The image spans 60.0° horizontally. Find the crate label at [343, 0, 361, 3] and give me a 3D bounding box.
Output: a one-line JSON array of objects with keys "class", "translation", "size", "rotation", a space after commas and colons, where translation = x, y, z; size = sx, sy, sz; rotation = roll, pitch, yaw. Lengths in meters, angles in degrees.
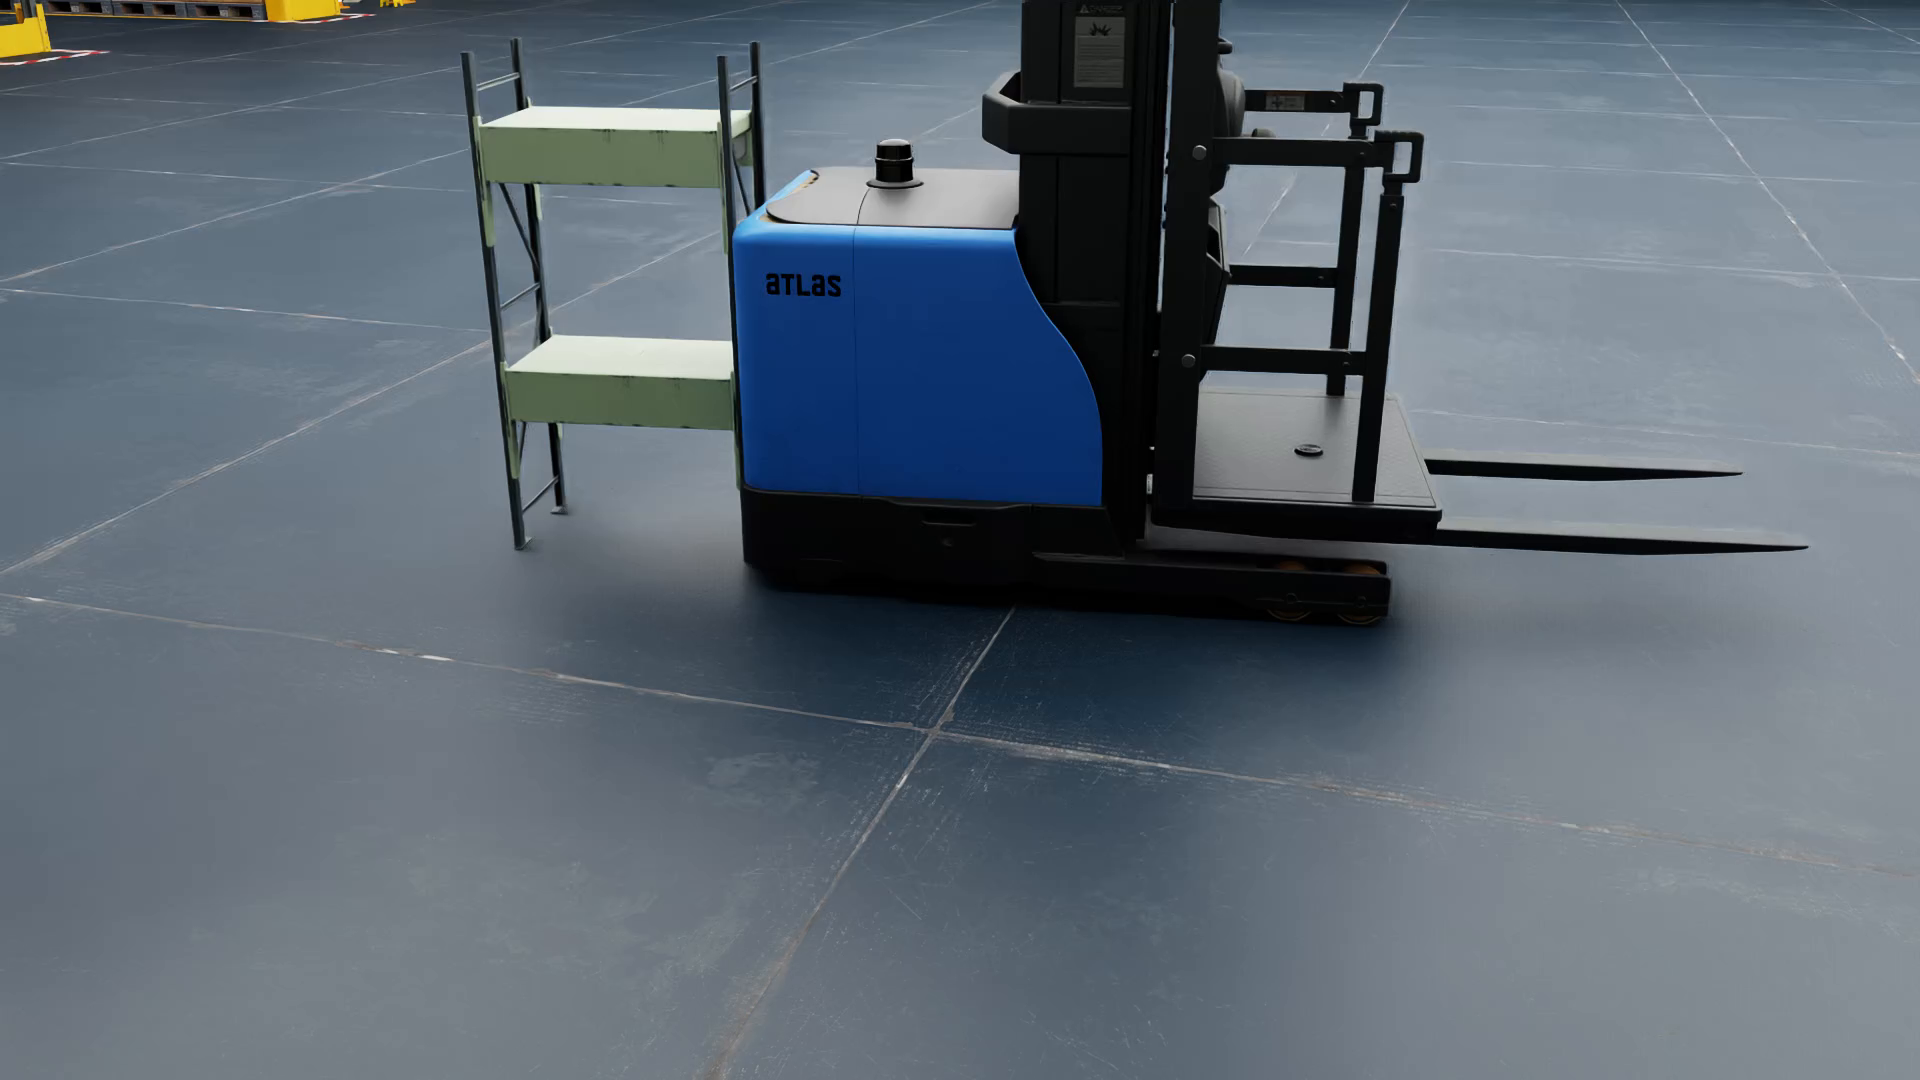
[{"class": "crate label", "translation": [-9.109, -8.152, 24.962], "size": [0.298, 0.136, 0.250], "rotation": [-5, 23, -12]}]

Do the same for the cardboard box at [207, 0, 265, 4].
[{"class": "cardboard box", "translation": [-9.561, -7.727, 22.400], "size": [0.875, 0.875, 0.875], "rotation": [7, 23, 16]}]

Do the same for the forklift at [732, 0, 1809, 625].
[{"class": "forklift", "translation": [0.913, -1.332, 4.655], "size": [3.031, 2.935, 1.130], "rotation": [3, 22, 7]}]

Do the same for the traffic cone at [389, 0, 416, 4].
[{"class": "traffic cone", "translation": [-8.339, -8.239, 24.745], "size": [0.334, 0.463, 0.336], "rotation": [7, 23, 16]}]

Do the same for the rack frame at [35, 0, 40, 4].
[{"class": "rack frame", "translation": [-12.722, -8.904, 23.023], "size": [0.127, 3.000, 1.000], "rotation": [7, 23, 16]}]

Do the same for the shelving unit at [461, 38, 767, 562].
[{"class": "shelving unit", "translation": [-0.989, -0.719, 5.047], "size": [0.755, 1.500, 0.431], "rotation": [3, 22, 7]}]

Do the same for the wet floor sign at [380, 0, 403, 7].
[{"class": "wet floor sign", "translation": [-8.293, -8.092, 24.147], "size": [0.232, 0.644, 0.267], "rotation": [3, 22, 6]}]

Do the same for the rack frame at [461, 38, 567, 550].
[{"class": "rack frame", "translation": [-1.352, -0.737, 5.091], "size": [0.023, 1.500, 0.400], "rotation": [3, 22, 7]}]

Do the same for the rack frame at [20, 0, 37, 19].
[{"class": "rack frame", "translation": [-10.422, -6.674, 17.588], "size": [0.127, 3.000, 1.000], "rotation": [7, 23, 16]}]

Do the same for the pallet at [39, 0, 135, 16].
[{"class": "pallet", "translation": [-12.017, -7.502, 23.280], "size": [1.213, 0.211, 1.003], "rotation": [7, 23, 15]}]

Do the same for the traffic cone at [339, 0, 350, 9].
[{"class": "traffic cone", "translation": [-8.991, -7.865, 23.835], "size": [0.334, 0.463, 0.336], "rotation": [7, 23, 16]}]

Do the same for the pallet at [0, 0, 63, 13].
[{"class": "pallet", "translation": [-13.483, -7.671, 23.692], "size": [1.213, 0.211, 1.003], "rotation": [7, 23, 16]}]

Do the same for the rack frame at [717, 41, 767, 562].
[{"class": "rack frame", "translation": [-0.627, -0.701, 5.003], "size": [0.023, 1.500, 0.400], "rotation": [3, 22, 7]}]

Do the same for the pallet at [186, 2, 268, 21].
[{"class": "pallet", "translation": [-9.681, -7.234, 22.628], "size": [1.213, 0.211, 1.003], "rotation": [7, 23, 15]}]

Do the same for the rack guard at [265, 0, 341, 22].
[{"class": "rack guard", "translation": [-8.870, -7.306, 22.422], "size": [0.348, 0.500, 1.175], "rotation": [7, 23, 16]}]

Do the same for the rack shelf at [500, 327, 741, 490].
[{"class": "rack shelf", "translation": [-0.989, -0.417, 5.171], "size": [0.720, 0.370, 0.431], "rotation": [3, 22, 7]}]

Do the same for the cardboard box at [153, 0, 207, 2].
[{"class": "cardboard box", "translation": [-10.404, -7.822, 22.634], "size": [0.875, 0.875, 0.875], "rotation": [6, 23, 15]}]

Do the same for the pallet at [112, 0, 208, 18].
[{"class": "pallet", "translation": [-10.845, -7.369, 22.956], "size": [1.213, 0.211, 1.003], "rotation": [7, 23, 15]}]

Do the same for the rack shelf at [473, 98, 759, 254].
[{"class": "rack shelf", "translation": [-0.989, -1.080, 4.899], "size": [0.720, 0.370, 0.431], "rotation": [3, 22, 7]}]

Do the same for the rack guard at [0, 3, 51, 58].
[{"class": "rack guard", "translation": [-10.495, -5.526, 18.083], "size": [0.348, 0.500, 1.175], "rotation": [7, 23, 16]}]
